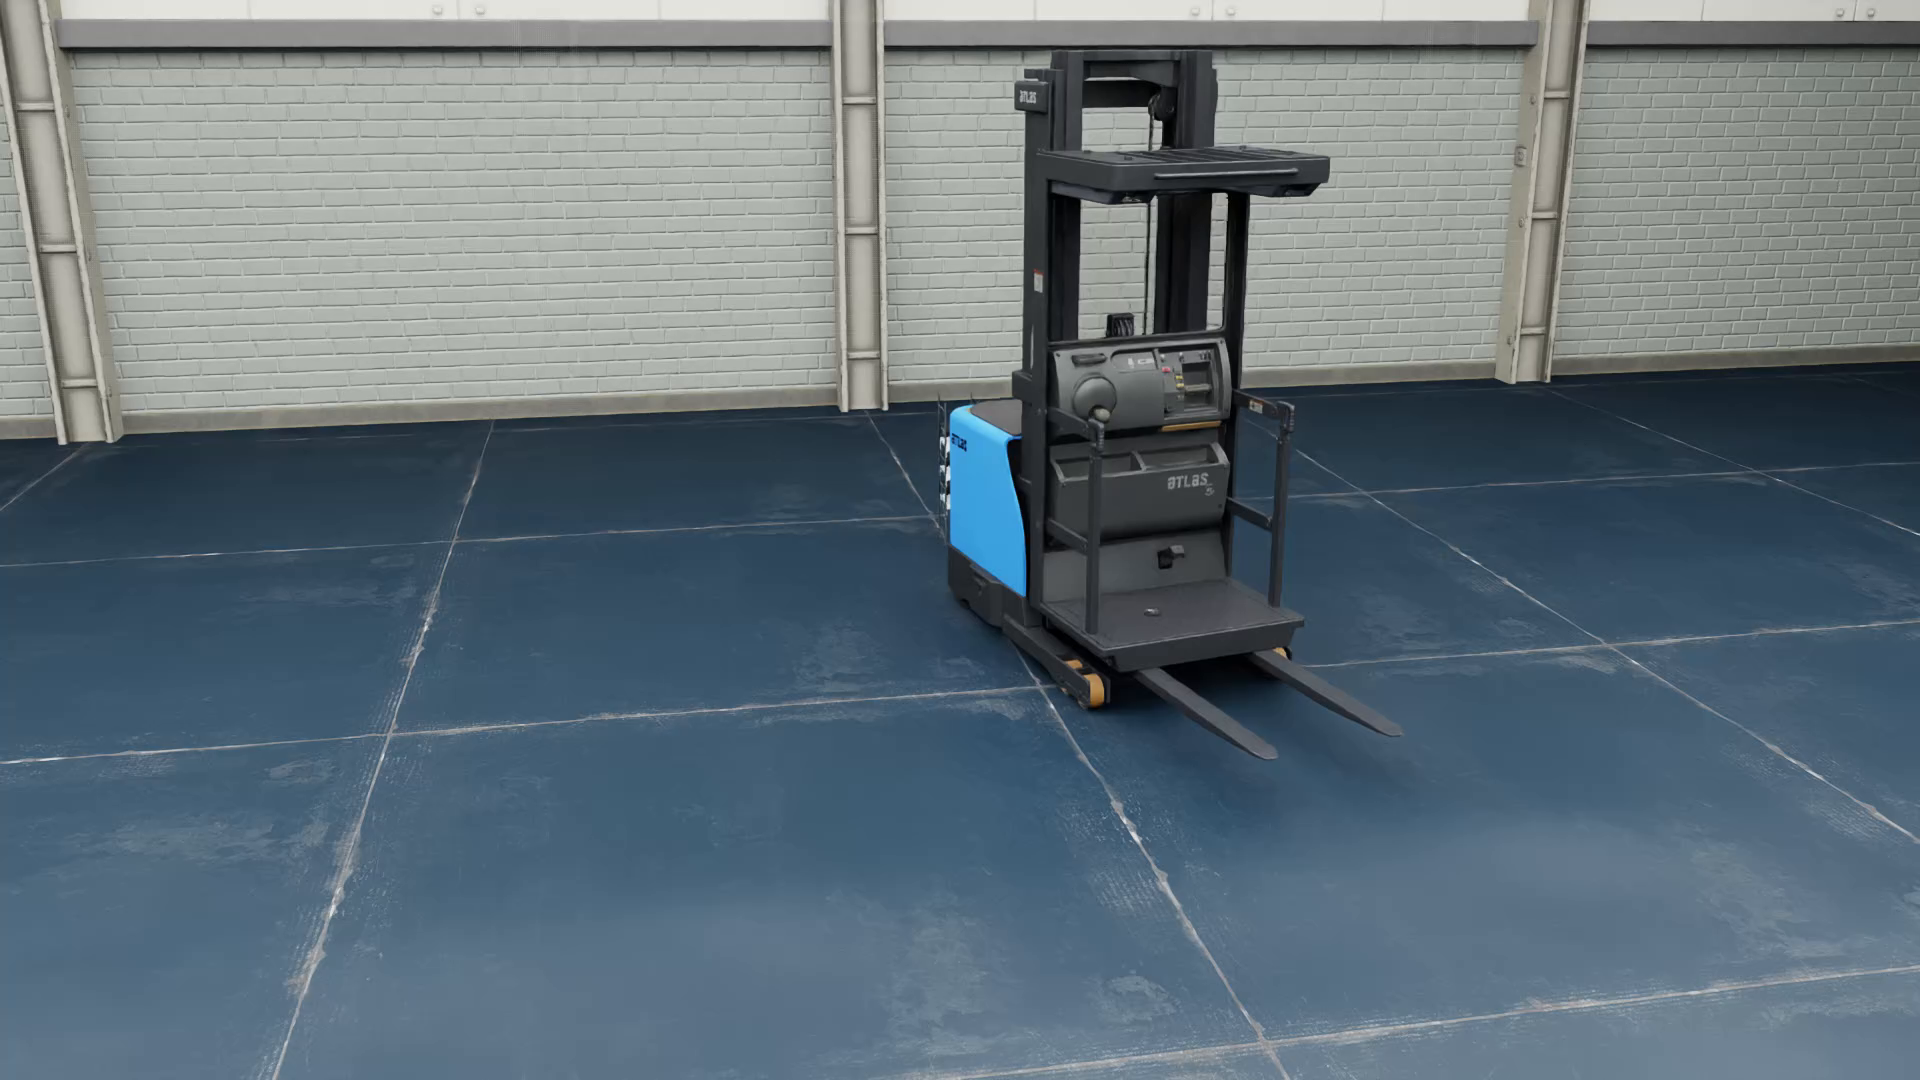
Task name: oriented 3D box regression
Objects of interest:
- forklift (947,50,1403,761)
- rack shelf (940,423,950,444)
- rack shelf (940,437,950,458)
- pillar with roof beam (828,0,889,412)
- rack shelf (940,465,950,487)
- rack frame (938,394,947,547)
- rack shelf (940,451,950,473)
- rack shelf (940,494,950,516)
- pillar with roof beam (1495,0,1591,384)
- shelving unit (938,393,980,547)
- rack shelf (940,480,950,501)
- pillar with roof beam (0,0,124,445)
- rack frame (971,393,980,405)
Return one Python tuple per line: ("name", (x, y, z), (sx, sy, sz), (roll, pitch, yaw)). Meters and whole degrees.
("forklift", (0.961, -0.754, 7.773), (1.130, 2.935, 3.031), (-7, 18, -21))
("rack shelf", (-0.008, -0.656, 10.109), (0.200, 0.077, 0.258), (-3, 17, -10))
("rack shelf", (-0.008, -0.570, 10.135), (0.200, 0.077, 0.258), (-3, 17, -10))
("pillar with roof beam", (0.002, -4.175, 8.578), (0.400, 9.000, 9.100), (-3, 17, -10))
("rack shelf", (-0.008, -0.398, 10.188), (0.200, 0.077, 0.258), (-3, 17, -10))
("rack frame", (-0.108, -0.424, 10.160), (0.006, 0.900, 0.240), (-3, 17, -10))
("rack shelf", (-0.008, -0.484, 10.162), (0.200, 0.077, 0.258), (-3, 17, -10))
("rack shelf", (-0.008, -0.226, 10.241), (0.200, 0.077, 0.258), (-3, 17, -10))
("pillar with roof beam", (5.893, -4.509, 9.666), (0.400, 9.000, 9.100), (-3, 17, -10))
("shelving unit", (-0.008, -0.430, 10.178), (0.210, 0.900, 0.258), (-3, 17, -10))
("rack shelf", (-0.008, -0.312, 10.214), (0.200, 0.077, 0.258), (-3, 17, -10))
("pillar with roof beam", (-5.889, -3.841, 7.490), (0.400, 9.000, 9.100), (-3, 17, -10))
("rack frame", (0.092, -0.435, 10.197), (0.006, 0.900, 0.240), (-3, 17, -10))
